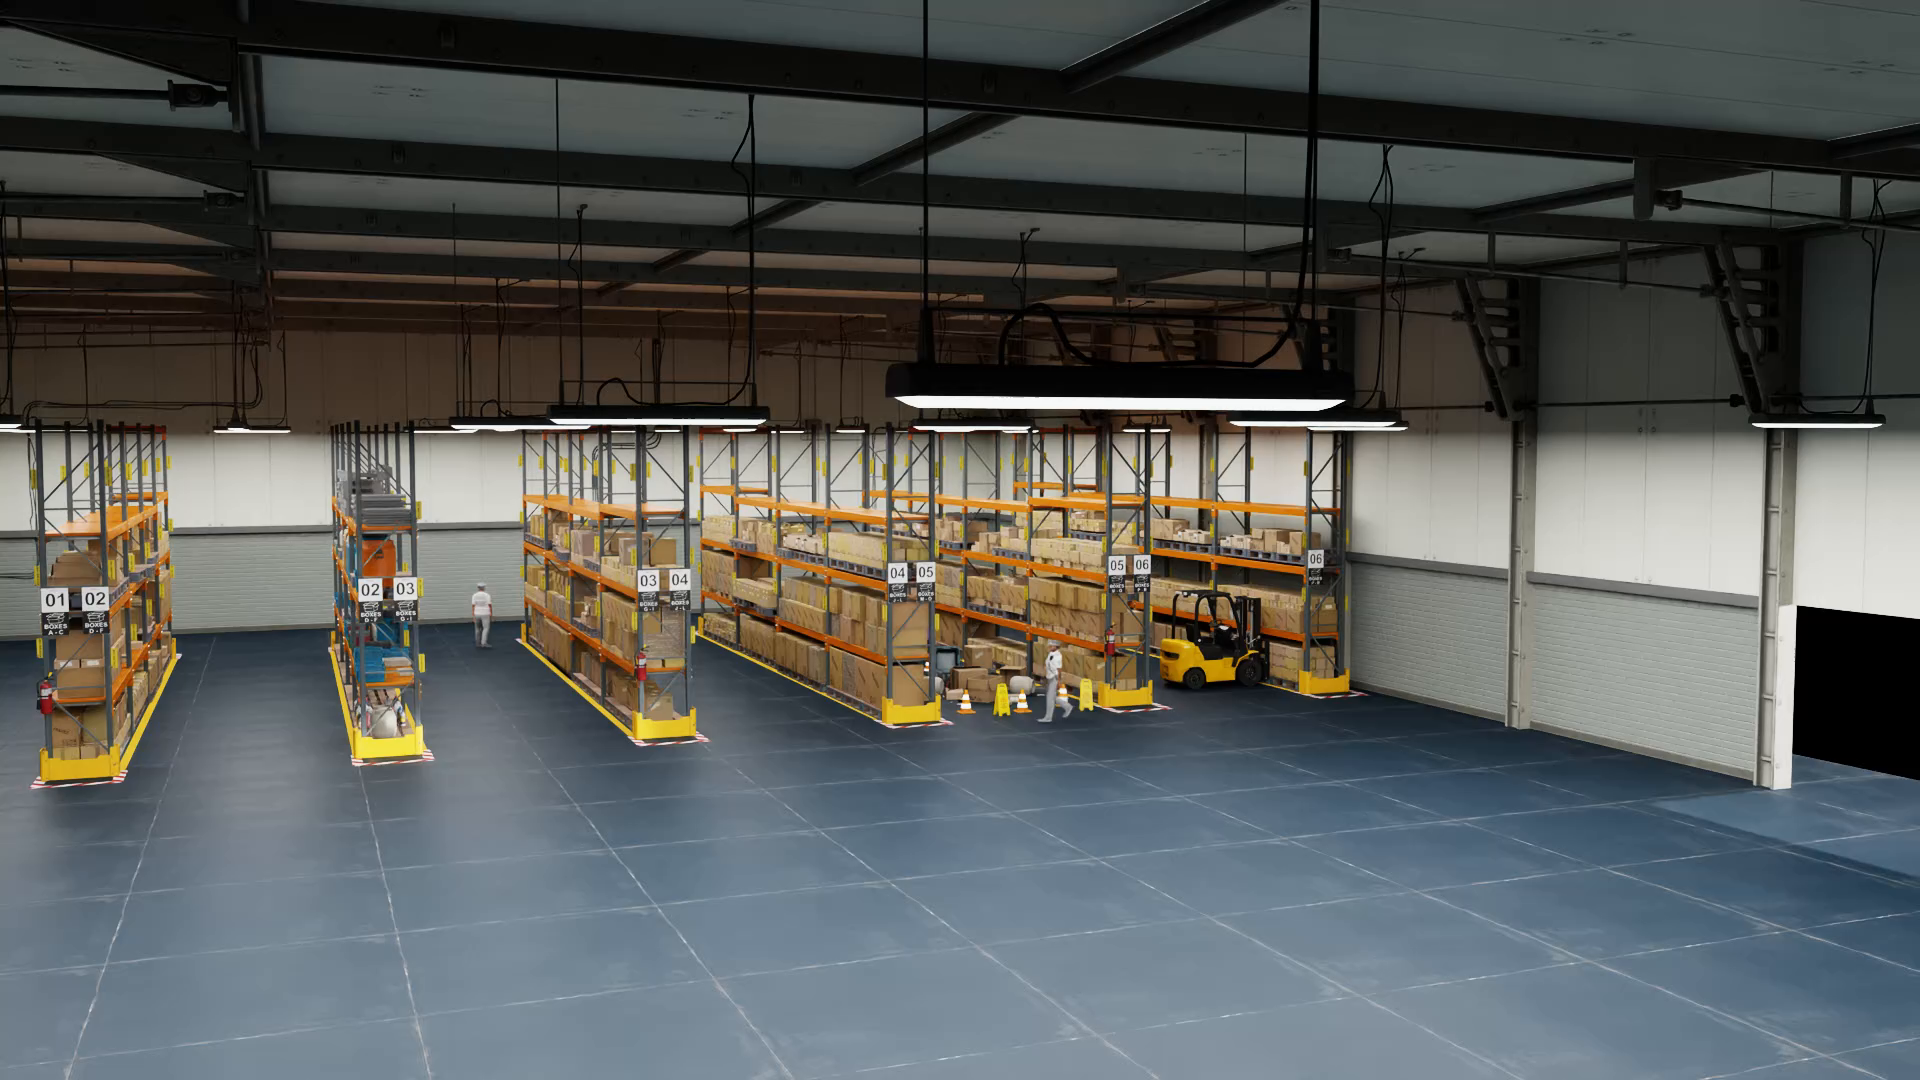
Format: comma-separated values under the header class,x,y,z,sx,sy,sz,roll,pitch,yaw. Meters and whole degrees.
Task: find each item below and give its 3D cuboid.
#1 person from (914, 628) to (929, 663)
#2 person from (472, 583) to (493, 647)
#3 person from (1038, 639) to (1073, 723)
class,x,y,z,sx,sy,sz,roll,pitch,yaw
person,-0.912,2.412,40.241,0.507,1.554,0.817,-2,4,-28
person,-12.936,2.033,45.027,0.619,1.749,0.734,1,4,11
person,1.886,2.799,33.348,0.755,1.651,0.458,-1,4,-17
